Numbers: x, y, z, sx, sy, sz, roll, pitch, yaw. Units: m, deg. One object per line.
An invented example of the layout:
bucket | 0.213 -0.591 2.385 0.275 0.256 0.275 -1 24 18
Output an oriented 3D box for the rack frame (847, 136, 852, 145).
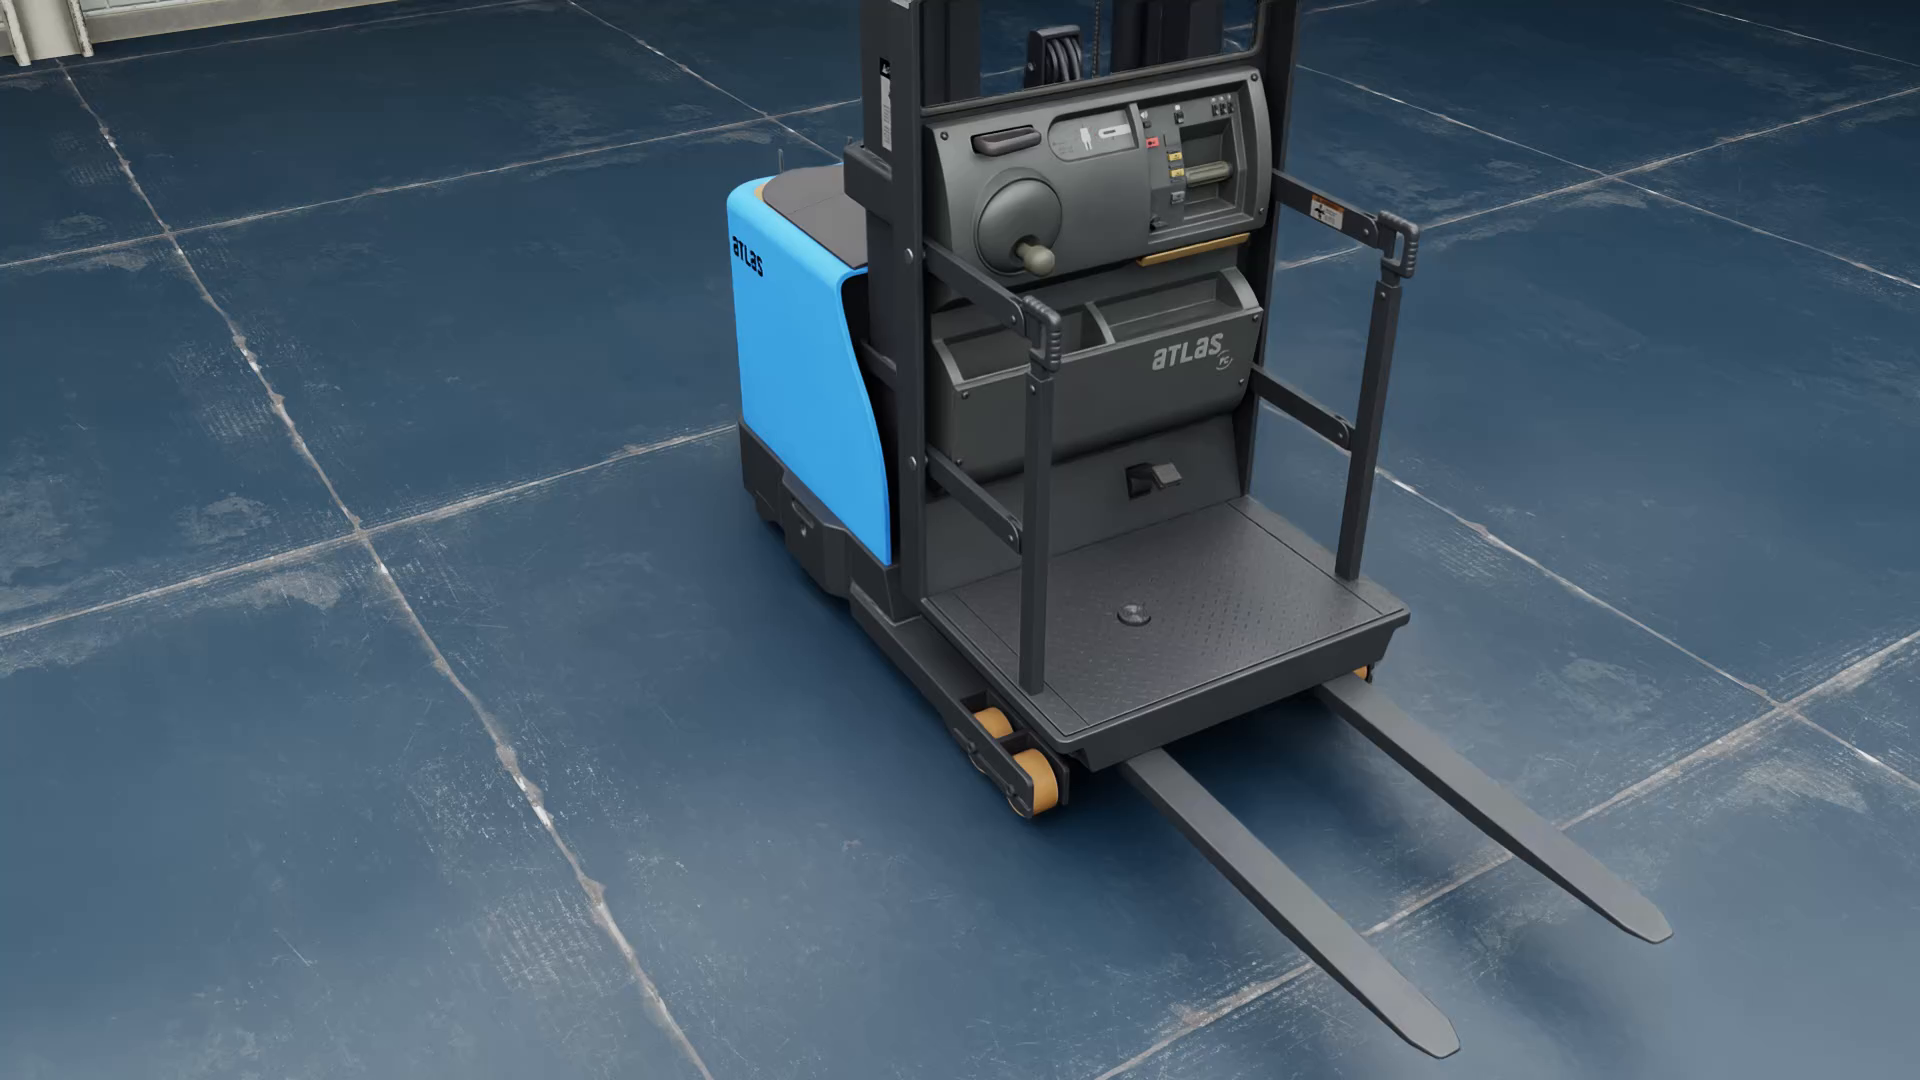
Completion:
rack frame | -0.308 -0.805 5.542 0.008 1.050 0.200 -18 36 -26

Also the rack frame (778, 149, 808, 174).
rack frame | -0.517 -0.738 5.436 0.008 1.050 0.200 -18 36 -26

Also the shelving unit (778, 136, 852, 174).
shelving unit | -0.412 -0.772 5.489 0.252 1.050 0.215 -18 36 -26

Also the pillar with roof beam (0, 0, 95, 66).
pillar with roof beam | -2.996 -4.730 4.315 0.400 9.000 9.100 -19 37 -27

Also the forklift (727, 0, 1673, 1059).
forklift | 0.467 -0.831 3.820 1.130 2.935 3.031 -17 36 -25
